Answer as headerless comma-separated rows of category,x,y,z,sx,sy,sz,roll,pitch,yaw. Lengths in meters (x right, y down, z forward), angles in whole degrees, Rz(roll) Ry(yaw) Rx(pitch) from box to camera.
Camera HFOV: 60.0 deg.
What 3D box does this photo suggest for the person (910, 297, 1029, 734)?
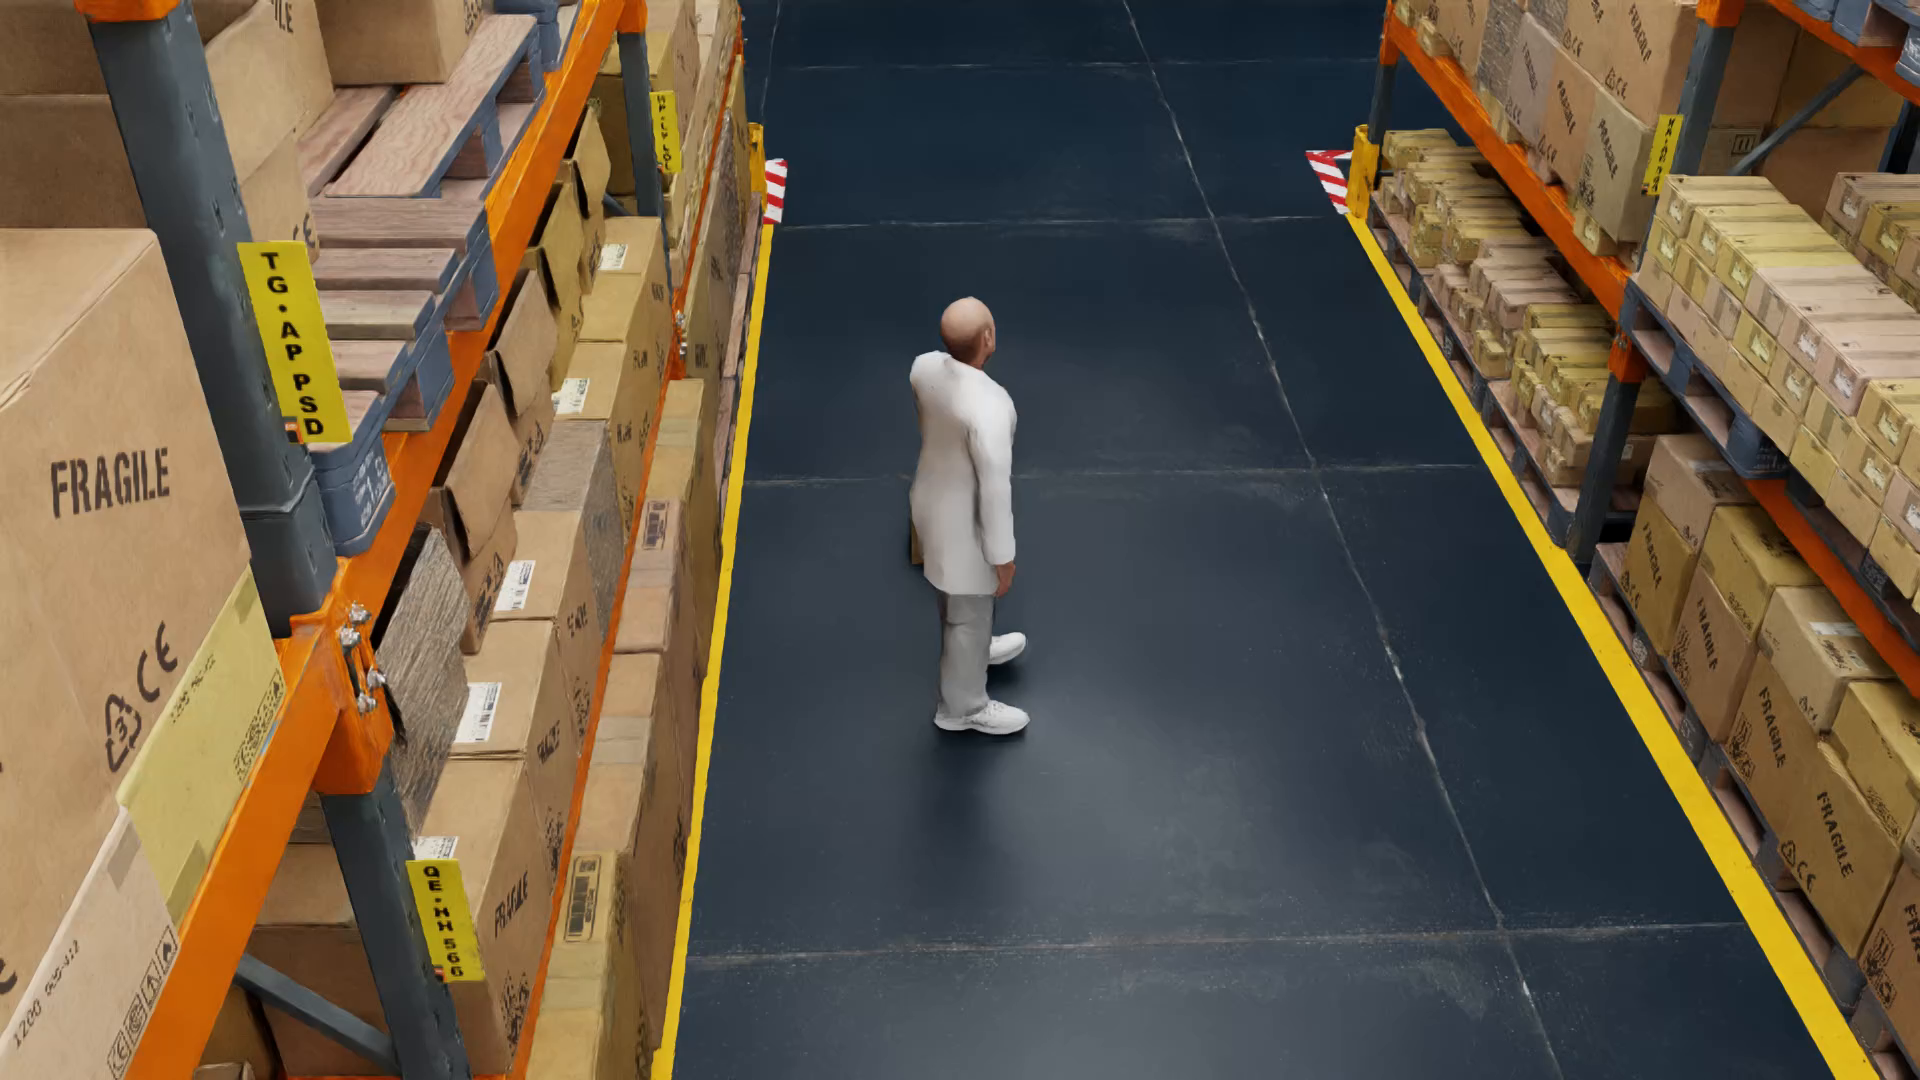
person,0.107,-0.100,6.258,0.555,1.789,0.662,-19,39,-25
